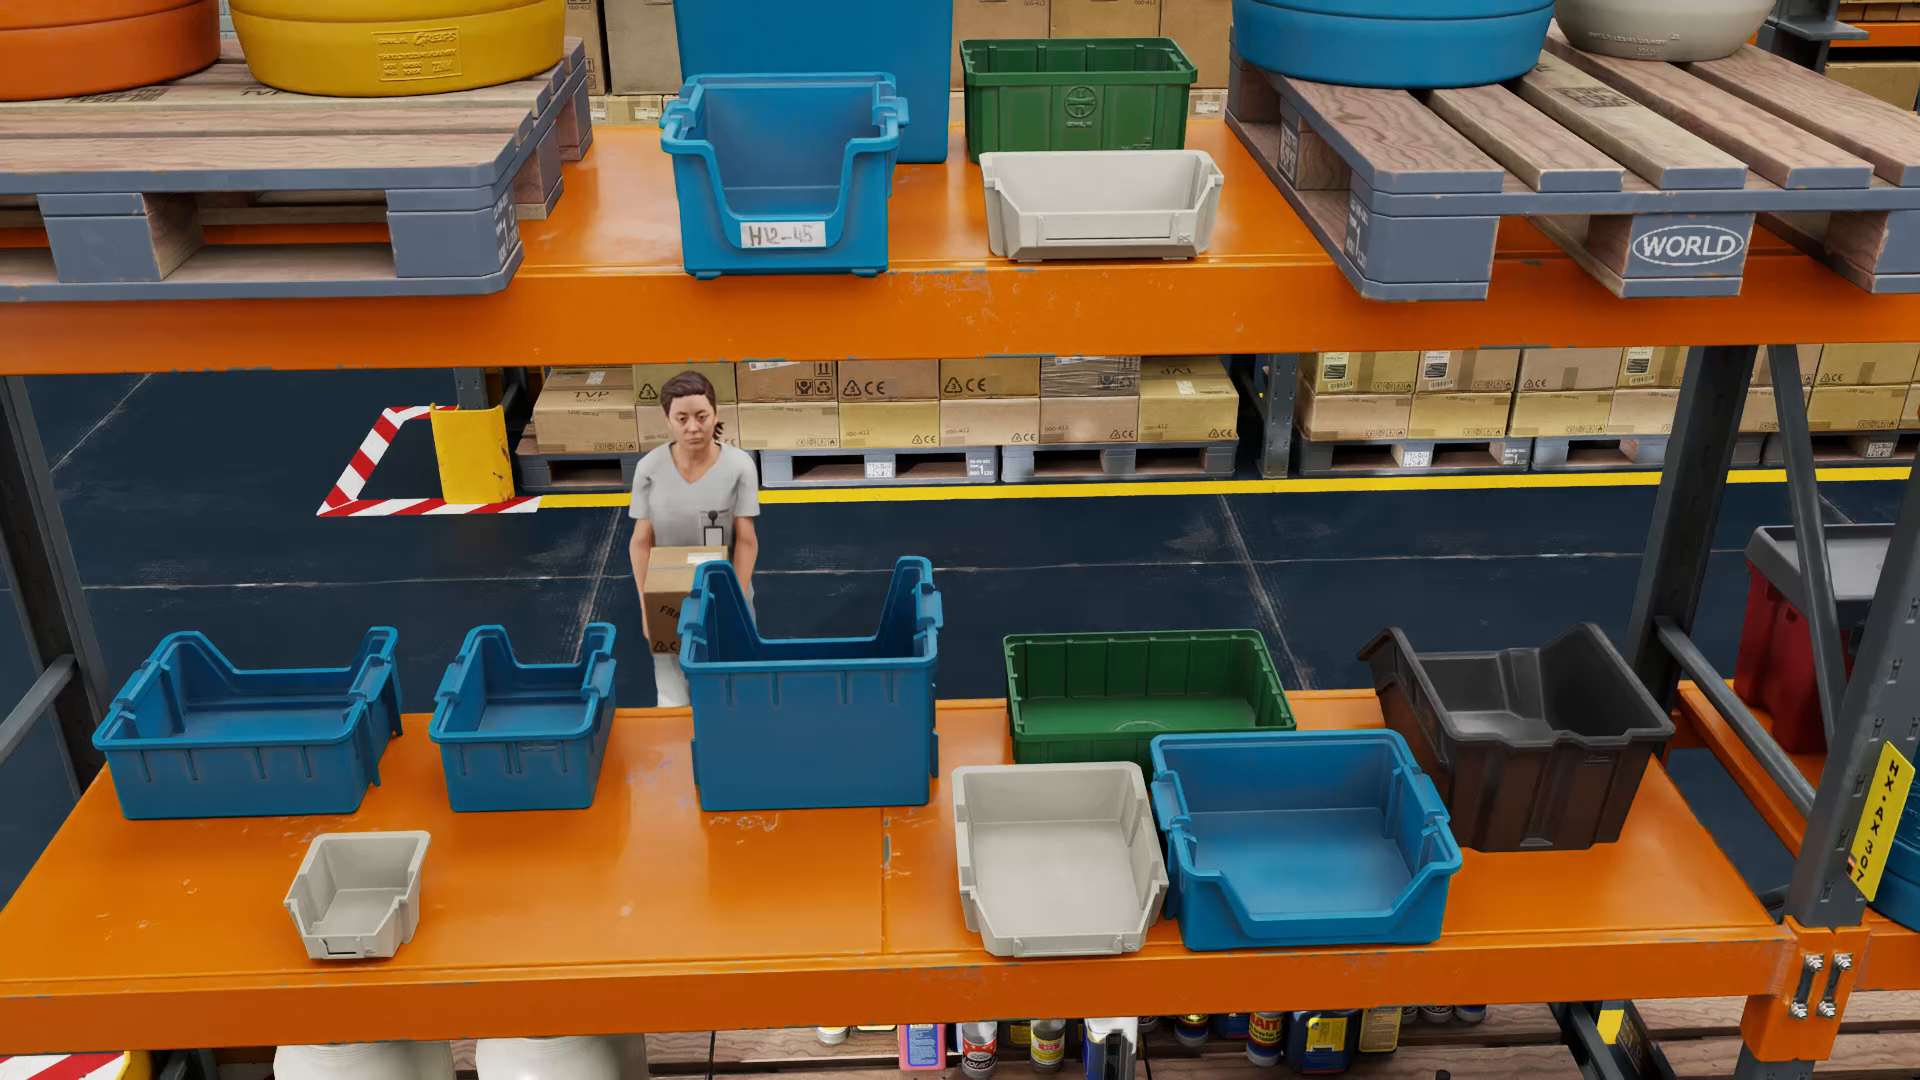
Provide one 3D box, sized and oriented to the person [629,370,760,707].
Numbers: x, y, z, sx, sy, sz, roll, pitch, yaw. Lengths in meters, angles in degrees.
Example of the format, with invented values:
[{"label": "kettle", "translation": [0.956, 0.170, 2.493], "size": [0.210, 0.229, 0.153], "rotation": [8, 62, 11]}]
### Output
[{"label": "person", "translation": [-0.880, 0.259, 5.641], "size": [0.434, 1.667, 0.549], "rotation": [-1, 28, -2]}]
